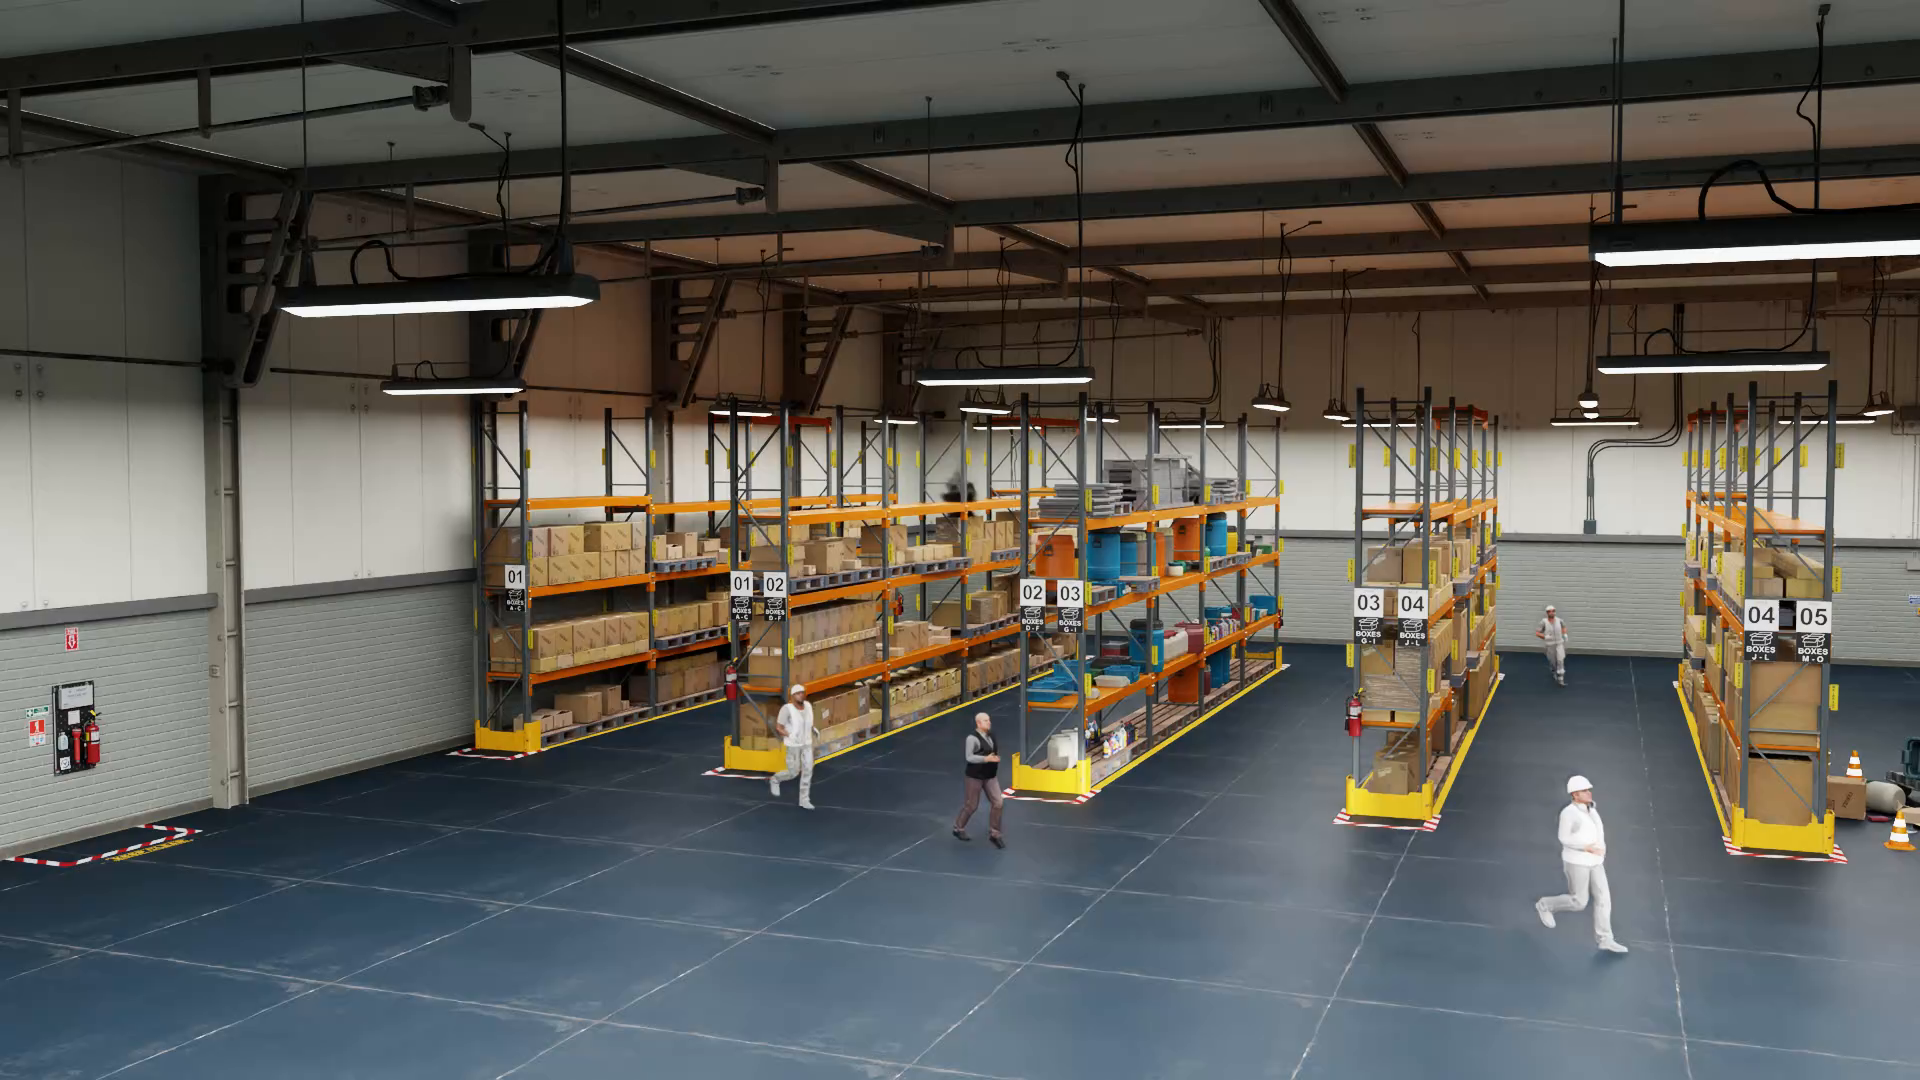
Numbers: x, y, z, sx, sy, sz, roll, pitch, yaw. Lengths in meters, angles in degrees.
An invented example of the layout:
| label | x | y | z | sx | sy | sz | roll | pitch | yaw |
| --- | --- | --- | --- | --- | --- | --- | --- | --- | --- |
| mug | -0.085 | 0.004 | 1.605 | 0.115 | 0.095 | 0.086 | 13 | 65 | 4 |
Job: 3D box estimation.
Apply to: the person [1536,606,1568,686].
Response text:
| label | x | y | z | sx | sy | sz | roll | pitch | yaw |
| --- | --- | --- | --- | --- | --- | --- | --- | --- | --- |
| person | 13.176 | 2.335 | 37.008 | 0.700 | 1.746 | 0.881 | 0 | 3 | 5 |

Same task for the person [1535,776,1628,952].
| label | x | y | z | sx | sy | sz | roll | pitch | yaw |
| --- | --- | --- | --- | --- | --- | --- | --- | --- | --- |
| person | 6.408 | 3.293 | 17.072 | 0.676 | 1.741 | 0.971 | -2 | 3 | -37 |

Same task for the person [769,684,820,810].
| label | x | y | z | sx | sy | sz | roll | pitch | yaw |
| --- | --- | --- | --- | --- | --- | --- | --- | --- | --- |
| person | -2.363 | 2.963 | 24.010 | 0.689 | 1.776 | 0.855 | -2 | 4 | -40 |

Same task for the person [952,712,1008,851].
| label | x | y | z | sx | sy | sz | roll | pitch | yaw |
| --- | --- | --- | --- | --- | --- | --- | --- | --- | --- |
| person | 0.265 | 3.097 | 21.417 | 0.605 | 1.771 | 0.845 | -3 | 4 | -44 |
